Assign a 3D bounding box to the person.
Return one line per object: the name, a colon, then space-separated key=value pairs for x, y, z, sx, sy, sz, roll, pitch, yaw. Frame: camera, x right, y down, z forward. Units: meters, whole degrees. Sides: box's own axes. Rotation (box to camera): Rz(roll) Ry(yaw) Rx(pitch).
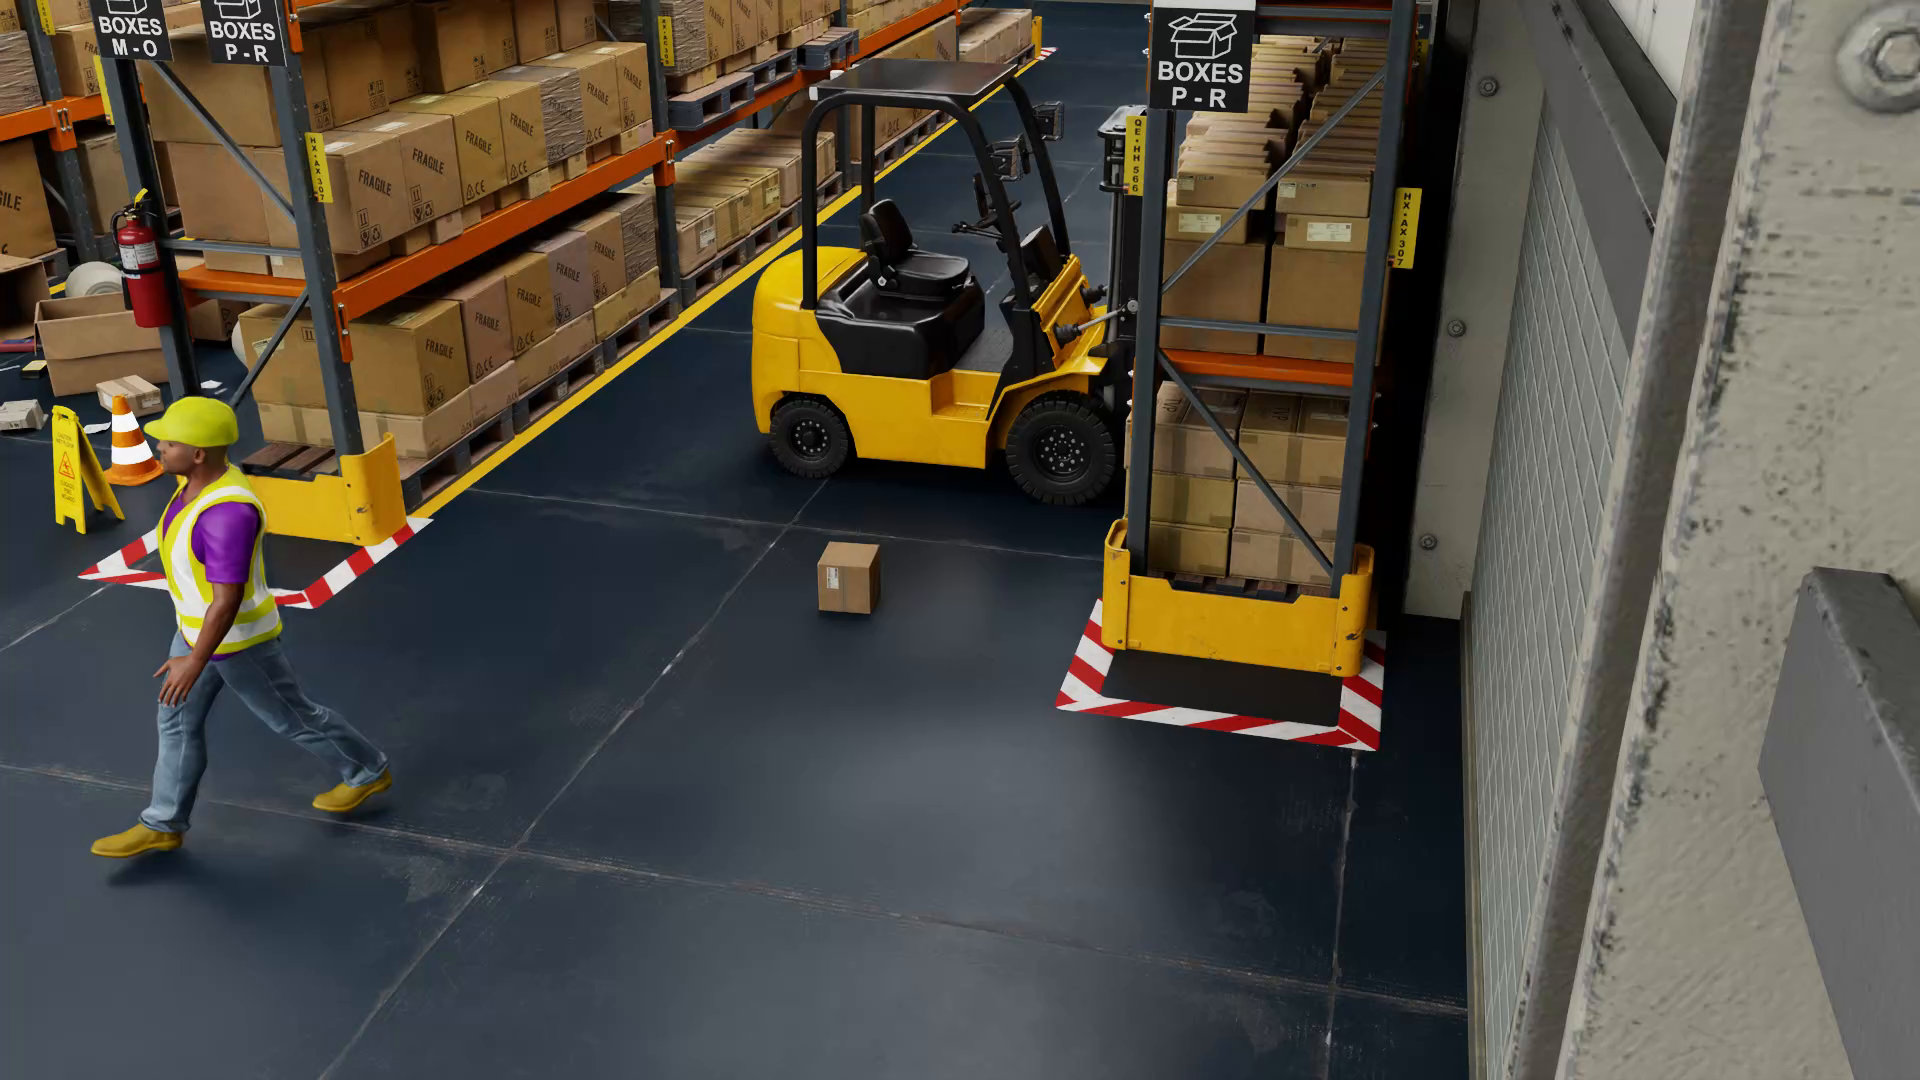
person: x=-2.658 y=0.326 z=5.883 sx=1.043 sy=1.717 sz=0.435 roll=-18 pitch=30 yaw=-33
